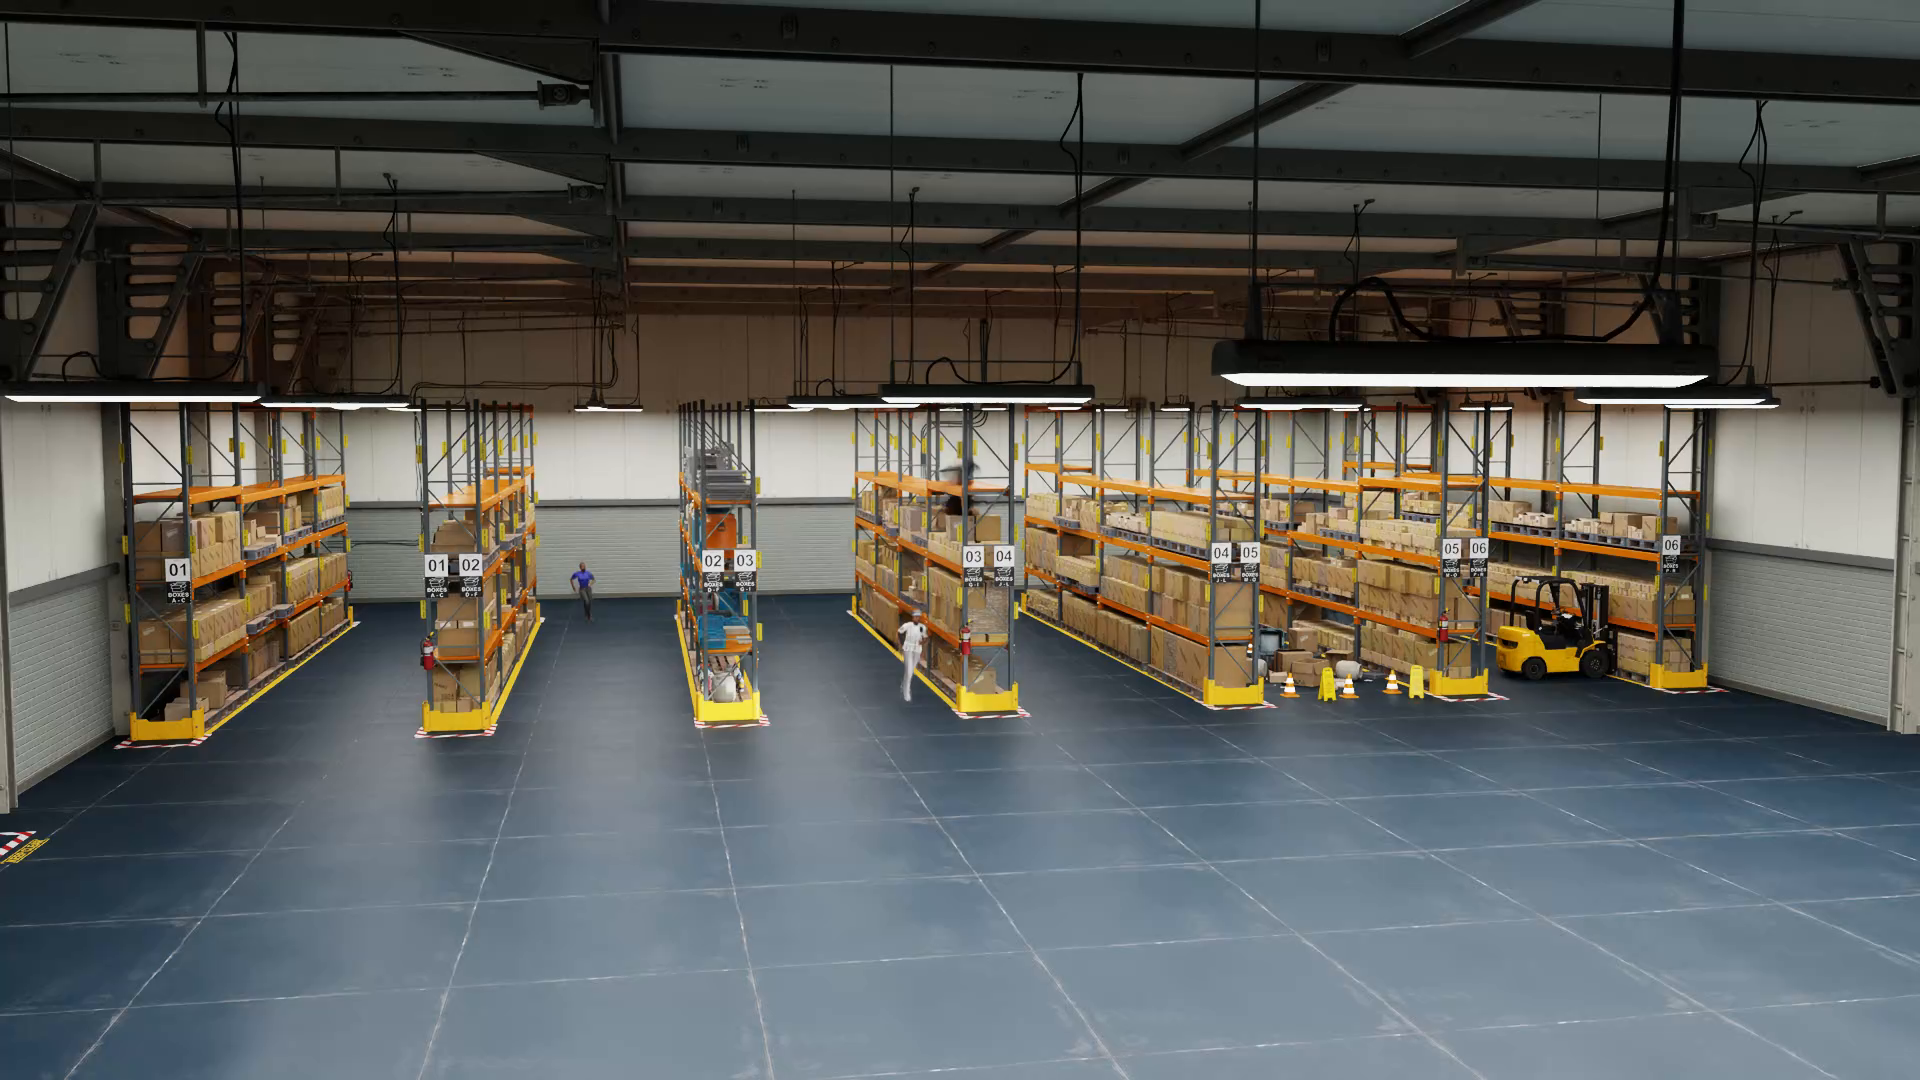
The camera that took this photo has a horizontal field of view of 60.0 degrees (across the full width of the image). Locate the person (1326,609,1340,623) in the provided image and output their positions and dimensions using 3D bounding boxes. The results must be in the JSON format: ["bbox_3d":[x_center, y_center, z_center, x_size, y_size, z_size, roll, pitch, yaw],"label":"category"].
[{"bbox_3d":[9.826,1.584,44.273,0.550,1.616,0.881,-1,4,-7],"label":"person"}]

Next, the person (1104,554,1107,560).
[{"bbox_3d":[4.151,1.232,48.495,0.653,1.665,0.510,-1,4,-15],"label":"person"}]

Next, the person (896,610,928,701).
[{"bbox_3d":[-0.921,2.197,32.254,0.575,1.731,0.784,-2,5,-22],"label":"person"}]

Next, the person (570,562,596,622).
[{"bbox_3d":[-10.408,1.452,46.012,0.635,1.681,0.719,-3,5,-33],"label":"person"}]
